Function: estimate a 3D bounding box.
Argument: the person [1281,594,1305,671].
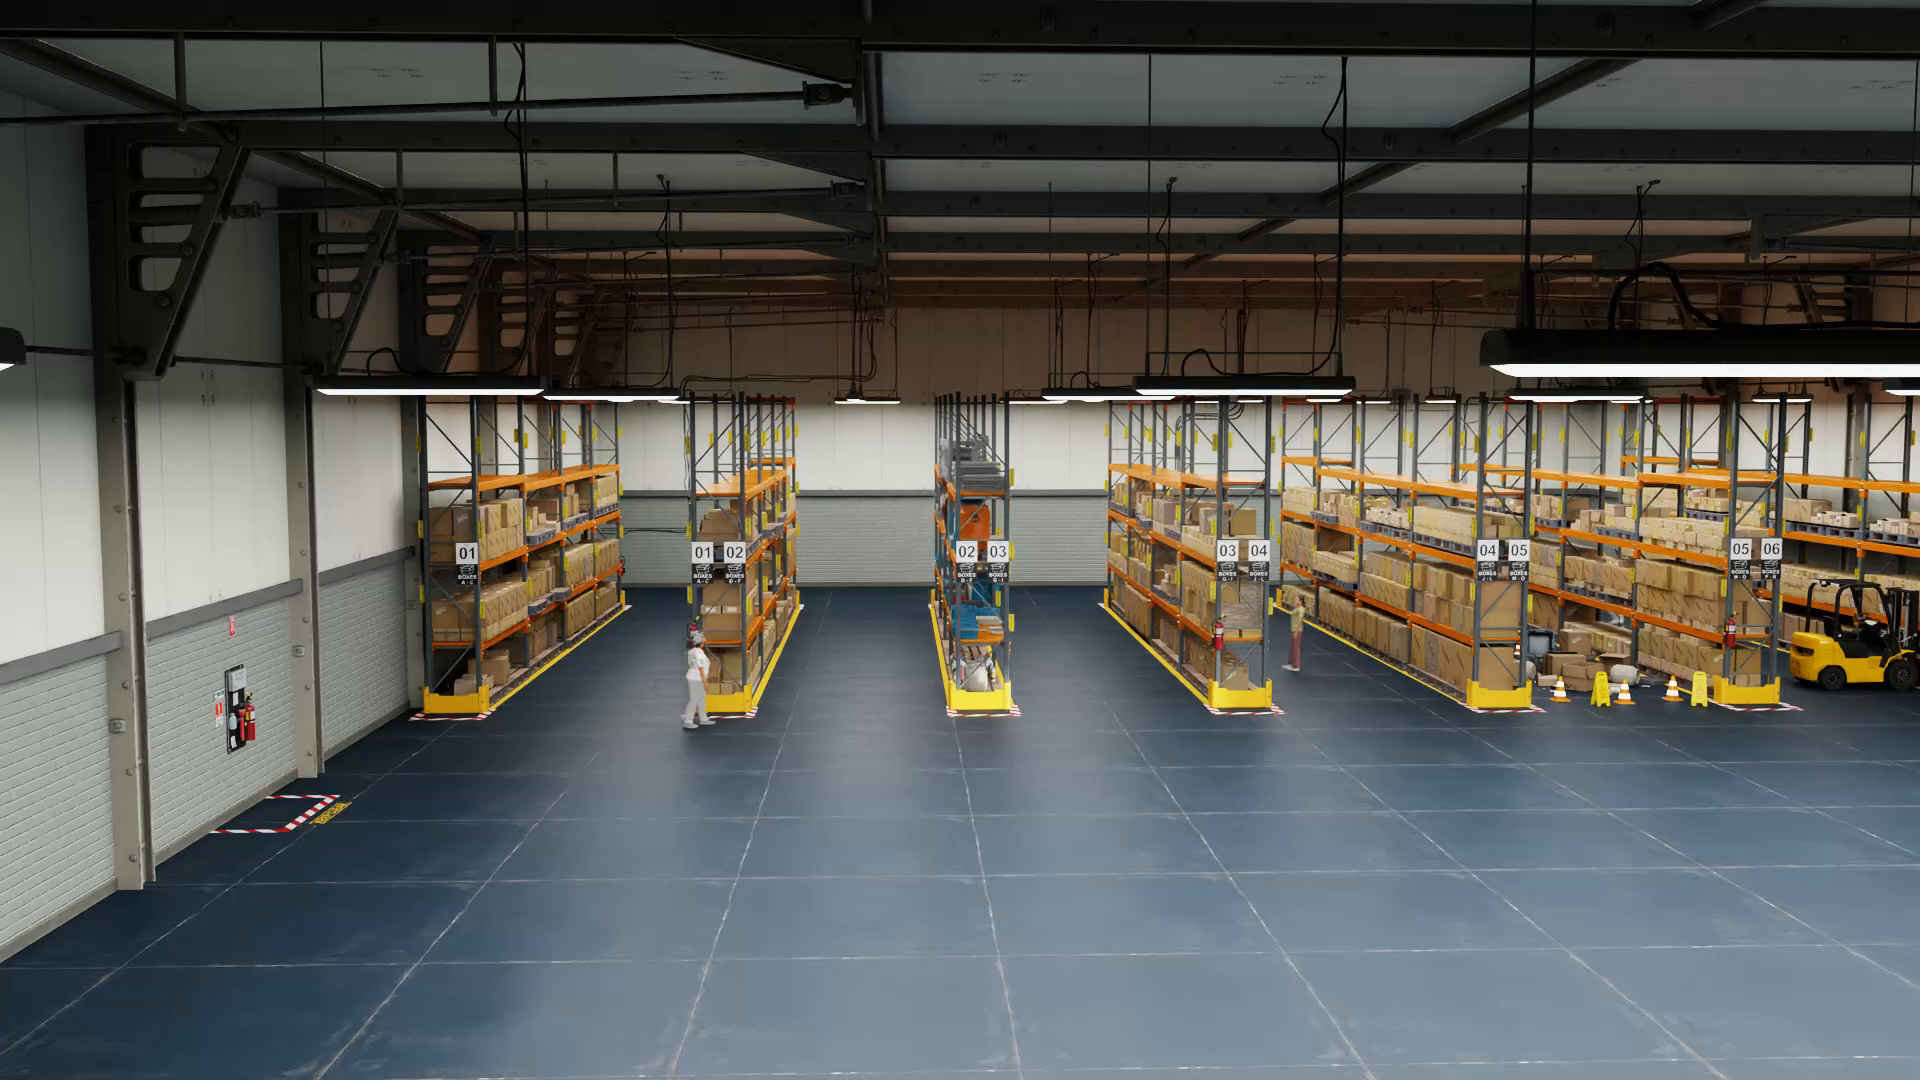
[{"bbox_3d":[7.239,1.998,36.106,0.508,1.668,0.514,1,5,14],"label":"person"}]

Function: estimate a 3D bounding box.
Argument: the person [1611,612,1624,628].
[{"bbox_3d":[16.554,1.470,42.040,0.460,1.798,0.572,2,5,21],"label":"person"}]

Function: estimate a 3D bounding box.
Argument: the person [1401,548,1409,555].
[{"bbox_3d":[13.120,0.965,48.899,0.573,1.679,0.375,0,5,-4],"label":"person"}]

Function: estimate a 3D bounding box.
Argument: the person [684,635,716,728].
[{"bbox_3d":[-4.647,2.523,29.697,0.594,1.652,0.535,-1,5,-14],"label":"person"}]
